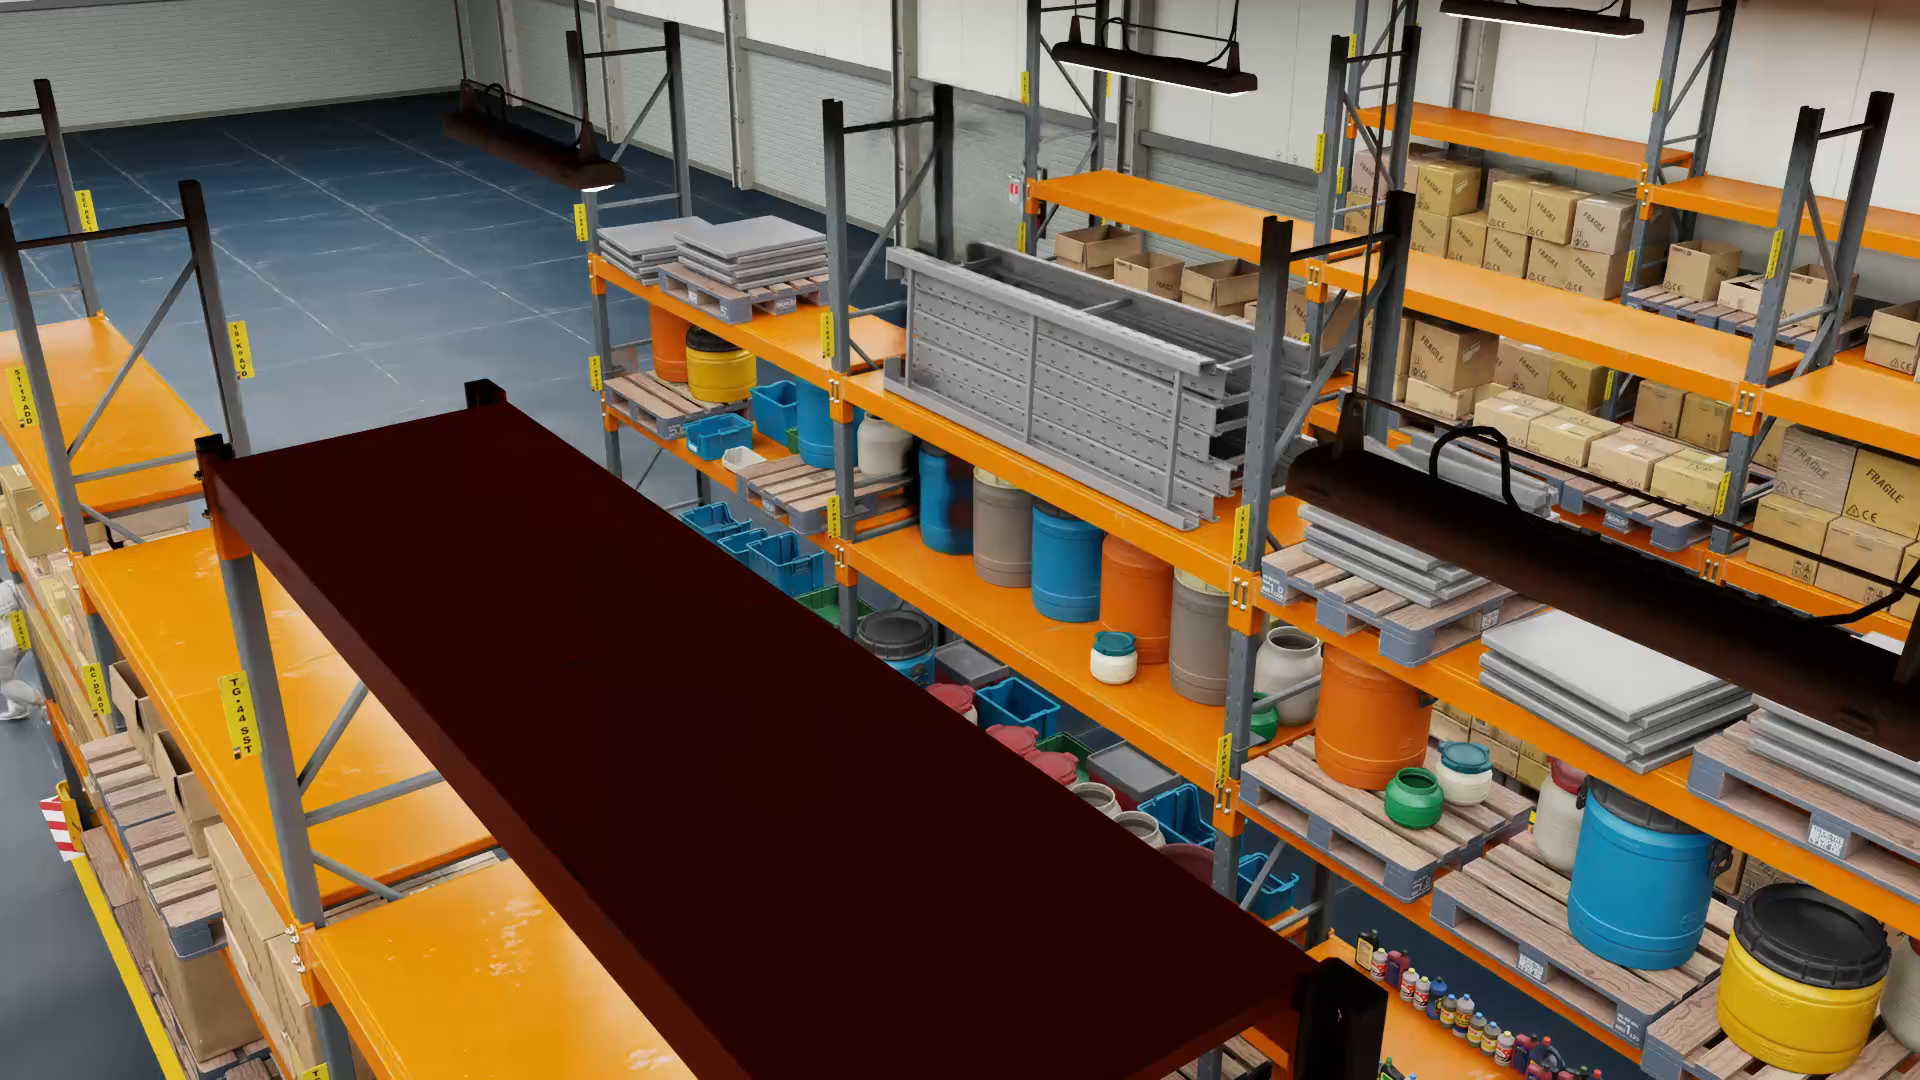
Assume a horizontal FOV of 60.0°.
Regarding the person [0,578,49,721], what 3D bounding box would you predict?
[{"bbox_3d":[-8.556,0.945,15.012,0.754,1.654,0.633,5,25,10],"label":"person"}]
